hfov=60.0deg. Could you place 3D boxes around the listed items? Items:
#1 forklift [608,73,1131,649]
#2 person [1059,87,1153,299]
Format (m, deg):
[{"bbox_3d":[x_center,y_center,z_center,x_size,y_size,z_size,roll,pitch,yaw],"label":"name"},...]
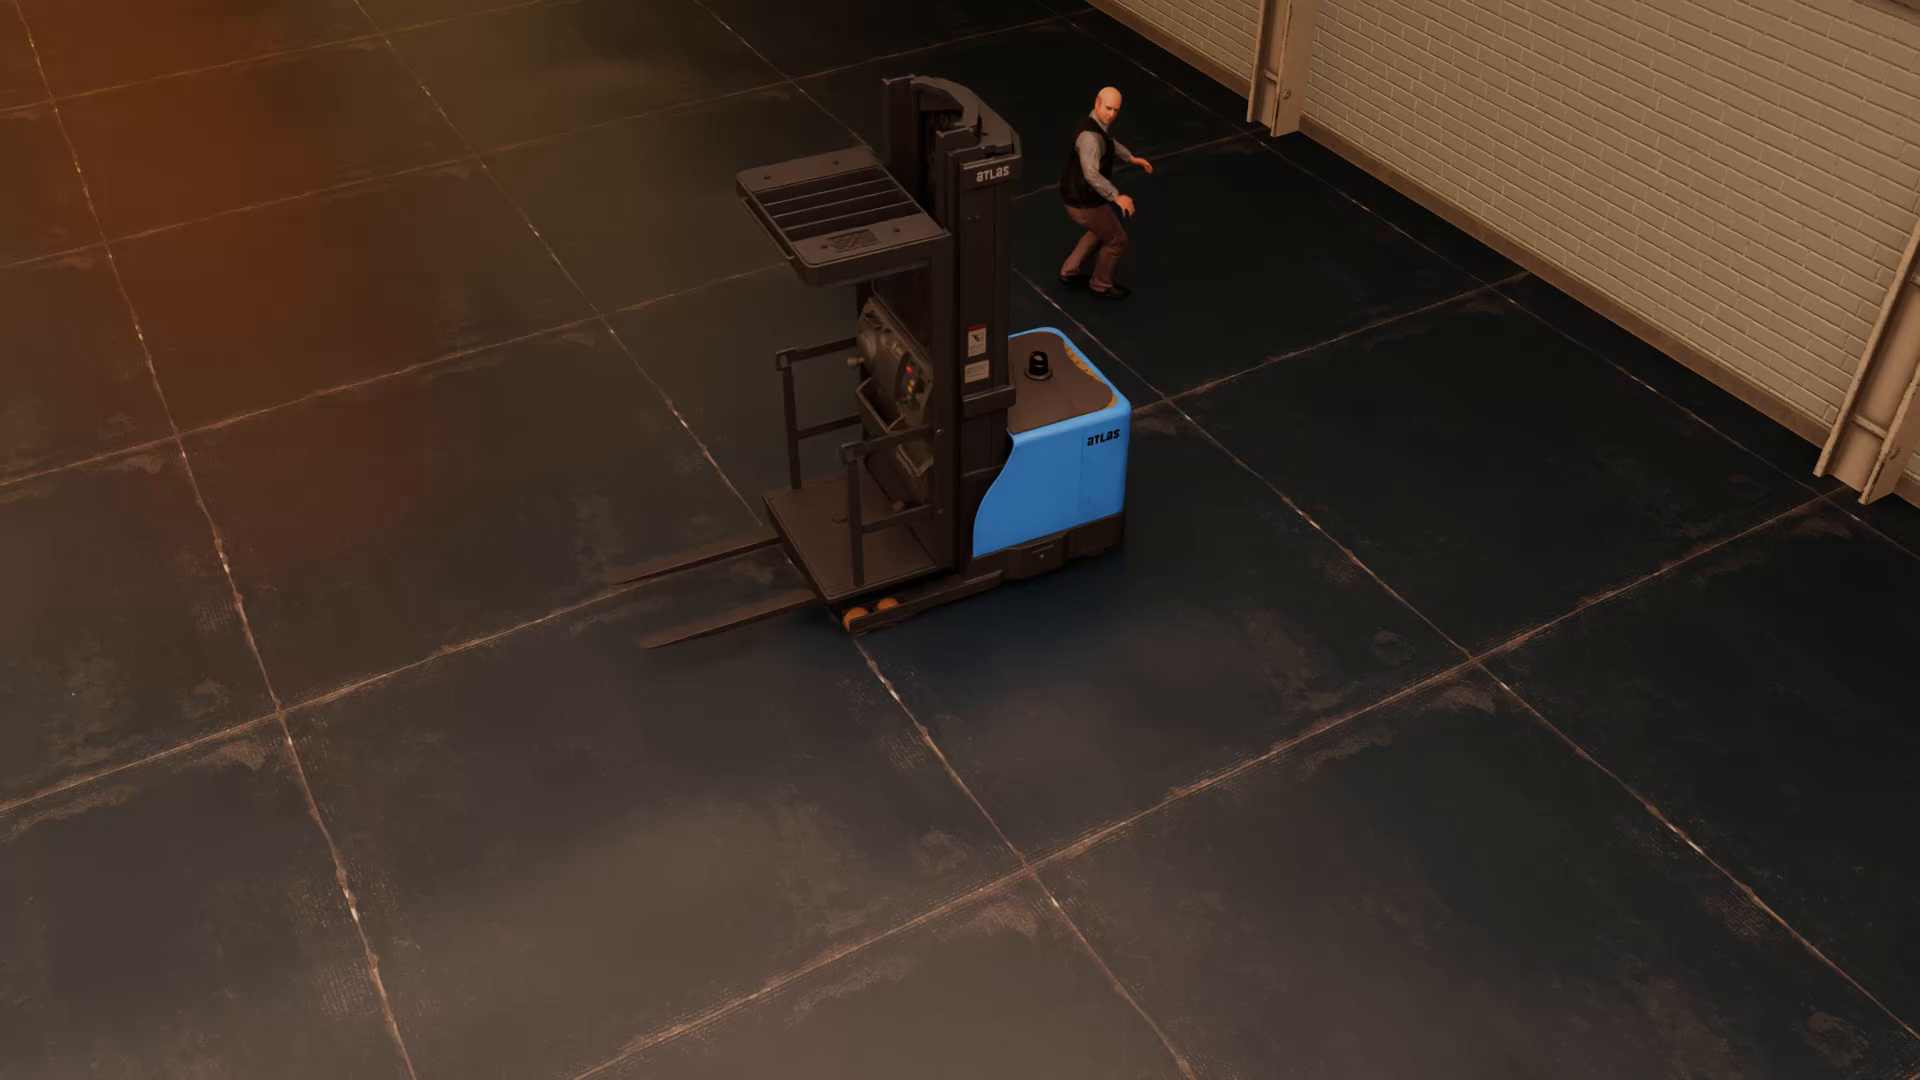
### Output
[{"bbox_3d":[-0.550,-0.957,9.190,3.031,2.935,1.130,-17,43,-19],"label":"forklift"},{"bbox_3d":[1.082,-2.504,12.077,0.716,1.640,0.777,-4,40,-5],"label":"person"}]
